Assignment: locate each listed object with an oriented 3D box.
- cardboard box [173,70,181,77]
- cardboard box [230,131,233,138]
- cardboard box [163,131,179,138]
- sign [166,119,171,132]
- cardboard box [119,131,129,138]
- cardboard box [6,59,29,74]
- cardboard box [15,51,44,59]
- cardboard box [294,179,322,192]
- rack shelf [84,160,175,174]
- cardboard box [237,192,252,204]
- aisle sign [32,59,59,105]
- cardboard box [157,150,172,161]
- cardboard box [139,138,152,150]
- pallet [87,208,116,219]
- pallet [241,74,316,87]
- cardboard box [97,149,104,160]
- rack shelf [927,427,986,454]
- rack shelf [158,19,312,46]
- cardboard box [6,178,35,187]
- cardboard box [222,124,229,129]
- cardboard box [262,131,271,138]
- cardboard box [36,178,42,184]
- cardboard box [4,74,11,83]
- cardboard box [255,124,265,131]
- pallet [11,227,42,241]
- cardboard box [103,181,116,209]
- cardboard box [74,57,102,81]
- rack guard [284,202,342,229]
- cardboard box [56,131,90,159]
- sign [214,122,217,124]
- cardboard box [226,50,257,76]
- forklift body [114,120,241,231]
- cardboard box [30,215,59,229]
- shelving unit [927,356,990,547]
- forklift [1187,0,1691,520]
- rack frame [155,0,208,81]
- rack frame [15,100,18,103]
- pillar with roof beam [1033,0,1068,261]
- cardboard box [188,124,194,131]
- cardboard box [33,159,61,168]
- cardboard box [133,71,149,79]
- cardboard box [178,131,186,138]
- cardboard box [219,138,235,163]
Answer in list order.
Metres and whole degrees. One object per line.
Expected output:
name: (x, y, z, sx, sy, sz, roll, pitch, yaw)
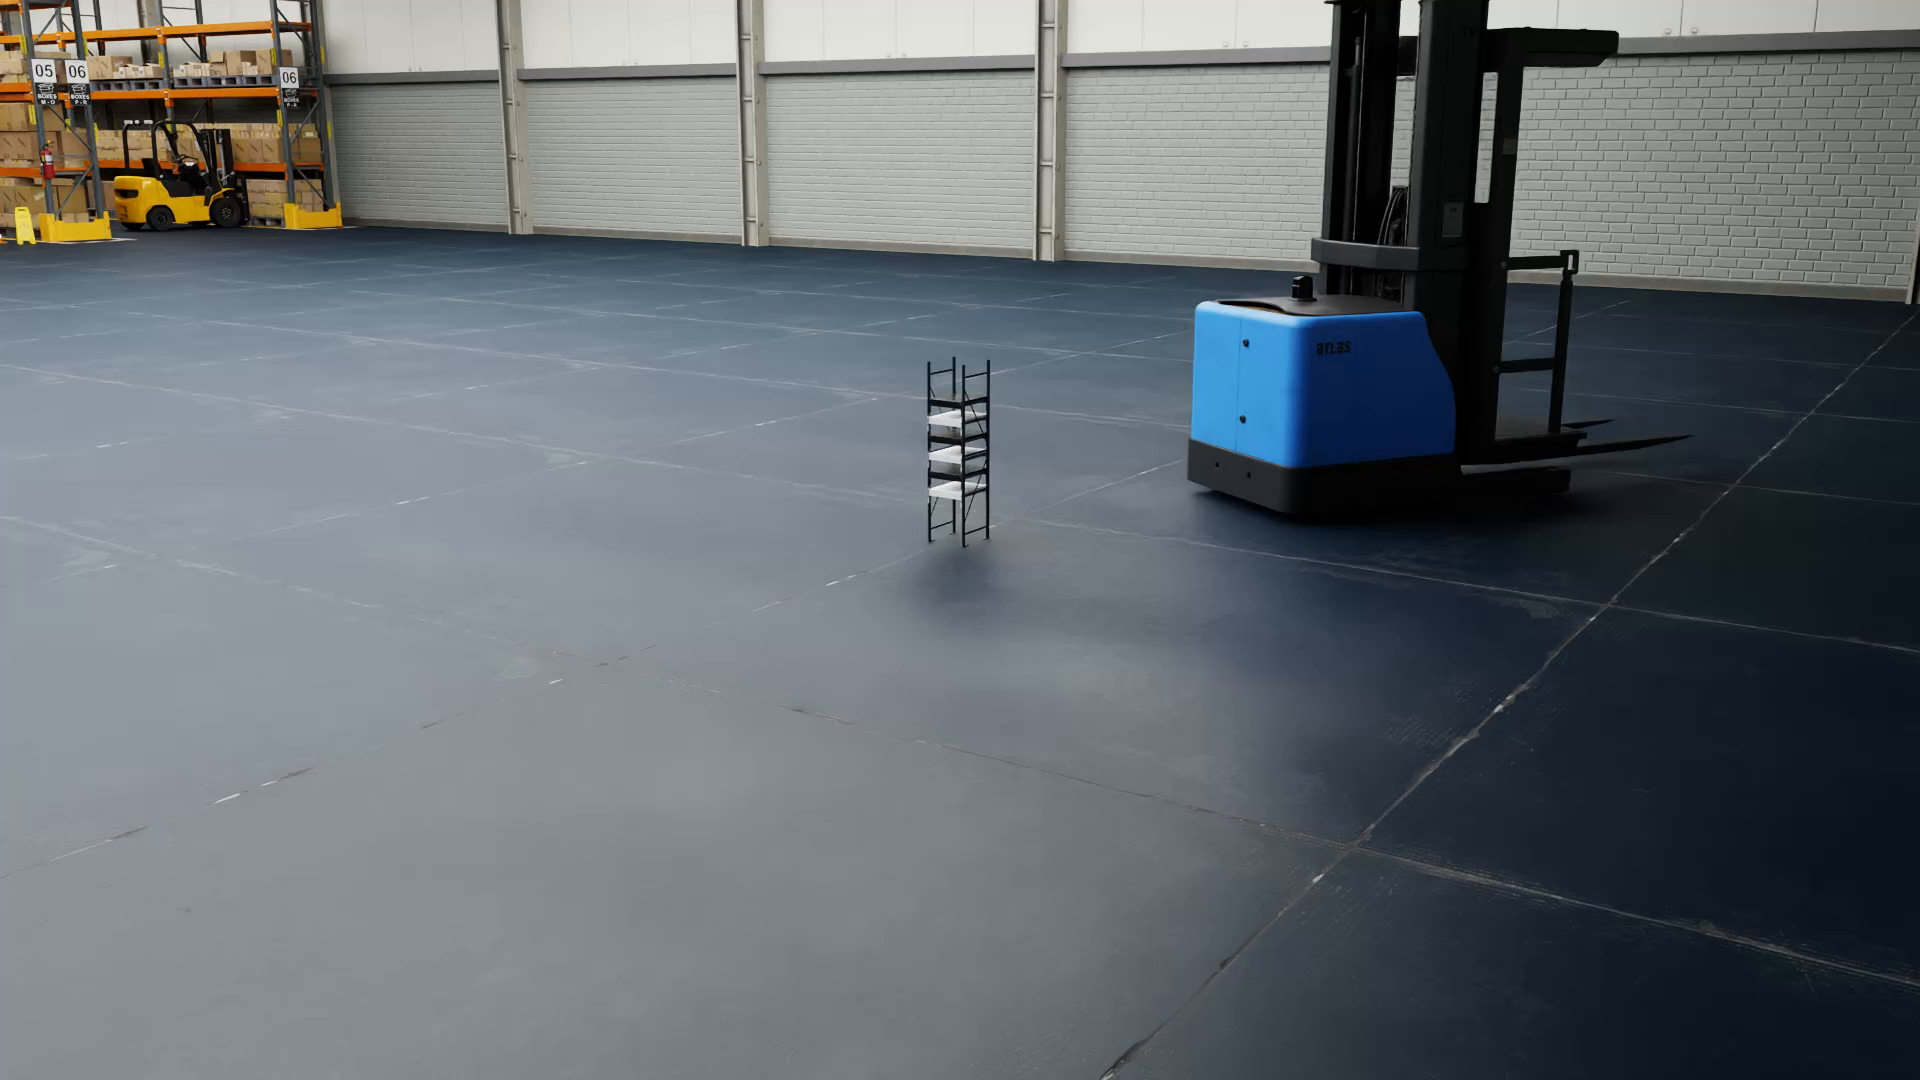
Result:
cardboard box: (-16.592, -9.981, 35.599, 0.250, 0.149, 0.380, 10, 17, 34)
cardboard box: (-15.154, -8.551, 35.067, 0.250, 0.149, 0.380, 9, 17, 32)
cardboard box: (-17.202, -8.880, 36.395, 0.250, 0.149, 0.380, 10, 17, 35)
sign: (-17.089, -8.929, 35.907, 0.005, 0.325, 0.100, 9, 17, 33)
cardboard box: (-18.542, -9.066, 37.145, 0.250, 0.149, 0.380, 9, 16, 31)
cardboard box: (-16.817, -8.531, 29.994, 0.500, 0.250, 0.500, 9, 16, 32)
cardboard box: (-16.688, -8.696, 29.831, 0.250, 0.149, 0.380, 9, 17, 33)
cardboard box: (-13.768, -7.435, 34.885, 0.500, 0.250, 0.500, 9, 16, 32)
rack shelf: (-18.454, -8.434, 37.649, 4.000, 0.370, 1.077, 9, 17, 33)
cardboard box: (-14.904, -7.228, 35.087, 0.500, 0.250, 0.500, 9, 16, 32)
aisle sign: (-16.353, -8.184, 29.732, 0.004, 0.787, 0.394, 9, 17, 33)
cardboard box: (-17.359, -8.458, 36.559, 0.500, 0.250, 0.500, 10, 17, 34)
cardboard box: (-17.775, -8.767, 36.770, 0.500, 0.250, 0.500, 9, 16, 31)
pallet: (-19.452, -7.580, 38.504, 1.213, 0.211, 1.003, 9, 17, 33)
pallet: (-14.048, -9.492, 34.366, 1.213, 0.211, 1.003, 9, 17, 33)
cardboard box: (-19.467, -8.802, 37.950, 0.500, 0.250, 0.500, 9, 16, 32)
rack shelf: (-0.007, -0.493, 8.206, 0.200, 0.077, 0.258, 9, 17, 33)
rack shelf: (-15.135, -10.616, 34.809, 4.000, 0.370, 1.077, 9, 17, 33)
cardboard box: (-17.395, -6.628, 30.793, 0.250, 0.149, 0.380, 10, 17, 34)
cardboard box: (-15.365, -8.734, 35.187, 0.250, 0.149, 0.380, 9, 17, 33)
cardboard box: (-14.148, -8.361, 34.299, 0.250, 0.149, 0.380, 9, 17, 34)
cardboard box: (-21.749, -8.556, 39.623, 0.250, 0.149, 0.380, 8, 16, 30)
cardboard box: (-17.121, -8.384, 30.230, 0.250, 0.149, 0.380, 10, 17, 34)
cardboard box: (-14.344, -8.549, 34.439, 0.250, 0.149, 0.380, 10, 17, 34)
pallet: (-16.960, -5.761, 31.157, 1.213, 0.211, 1.003, 9, 17, 33)
cardboard box: (-19.057, -7.930, 38.184, 0.625, 0.625, 0.875, 10, 17, 35)
cardboard box: (-19.648, -10.663, 37.622, 0.500, 0.500, 0.500, 9, 17, 33)
rack guard: (-13.455, -6.762, 34.599, 0.348, 0.500, 1.175, 9, 17, 33)
cardboard box: (-16.481, -7.300, 30.744, 0.500, 0.500, 0.500, 9, 16, 32)
sign: (-16.486, -9.085, 36.813, 0.005, 0.325, 0.100, 9, 17, 33)
cardboard box: (-14.773, -9.904, 34.556, 0.500, 0.500, 0.700, 9, 17, 33)
forklift body: (-16.067, -7.457, 33.972, 1.214, 2.155, 2.313, 9, 17, 33)
cardboard box: (-17.083, -5.916, 30.826, 0.500, 0.250, 0.500, 9, 17, 33)
shelving unit: (-0.007, -0.438, 8.219, 0.210, 0.900, 0.258, 9, 17, 33)
forklift: (2.844, -1.747, 9.279, 3.031, 2.935, 1.130, -6, 15, -24)
rack frame: (-16.794, -11.427, 35.758, 0.127, 3.000, 1.000, 9, 17, 33)
rack frame: (-23.433, -9.588, 40.813, 0.127, 3.000, 1.000, 9, 17, 33)
pillar with roof beam: (-1.017, -7.892, 21.475, 0.400, 9.000, 9.100, 9, 17, 33)
cardboard box: (-16.418, -8.907, 35.887, 0.250, 0.149, 0.380, 9, 17, 34)
cardboard box: (-16.672, -6.874, 30.372, 0.250, 0.149, 0.380, 10, 17, 35)
cardboard box: (-17.876, -10.189, 36.437, 0.250, 0.149, 0.380, 9, 17, 33)
cardboard box: (-16.677, -8.783, 36.005, 0.250, 0.149, 0.380, 9, 16, 32)
cardboard box: (-15.304, -8.246, 35.185, 0.500, 0.500, 0.500, 9, 17, 33)
